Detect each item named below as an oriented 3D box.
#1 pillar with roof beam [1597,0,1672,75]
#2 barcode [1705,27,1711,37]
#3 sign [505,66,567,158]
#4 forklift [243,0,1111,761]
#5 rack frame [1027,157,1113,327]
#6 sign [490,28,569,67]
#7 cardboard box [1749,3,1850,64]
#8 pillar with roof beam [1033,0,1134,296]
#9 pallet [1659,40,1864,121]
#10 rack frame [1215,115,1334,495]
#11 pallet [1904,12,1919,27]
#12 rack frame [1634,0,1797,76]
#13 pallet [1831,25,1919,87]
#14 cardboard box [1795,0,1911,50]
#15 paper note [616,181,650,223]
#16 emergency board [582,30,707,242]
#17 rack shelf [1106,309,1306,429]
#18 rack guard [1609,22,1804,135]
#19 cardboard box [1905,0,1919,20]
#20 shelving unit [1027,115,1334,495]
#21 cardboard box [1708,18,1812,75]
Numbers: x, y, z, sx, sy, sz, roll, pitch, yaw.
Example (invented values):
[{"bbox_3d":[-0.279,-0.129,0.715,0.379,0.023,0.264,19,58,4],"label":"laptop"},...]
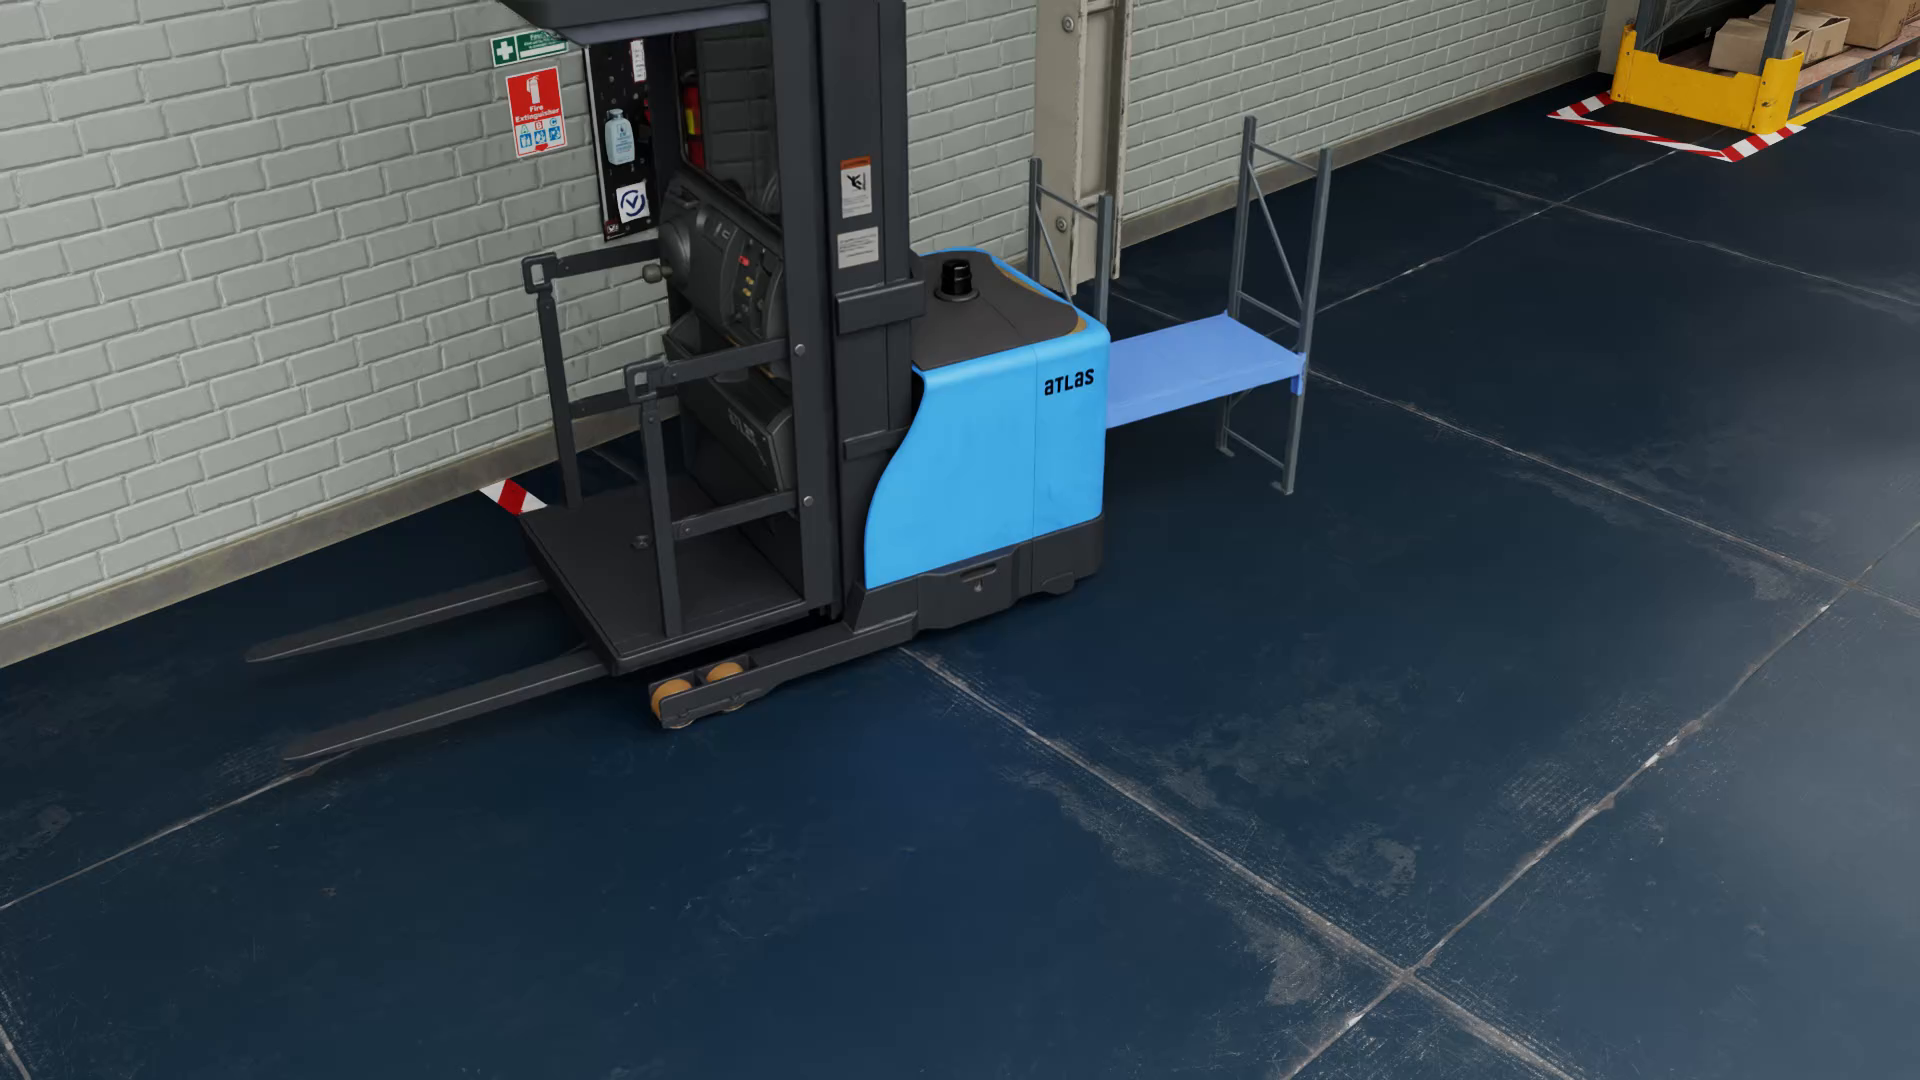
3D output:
[{"bbox_3d":[7.954,-5.750,7.528,0.400,9.000,9.100,-26,40,-35],"label":"pillar with roof beam"},{"bbox_3d":[5.411,-3.673,12.029,0.075,0.075,0.001,-26,40,-35],"label":"barcode"},{"bbox_3d":[-1.687,-1.706,6.630,0.234,0.329,0.001,-26,40,-35],"label":"sign"},{"bbox_3d":[-0.977,-0.920,5.445,3.031,2.935,1.130,-17,35,-26],"label":"forklift"},{"bbox_3d":[0.399,-0.678,6.422,0.032,1.500,0.500,-17,35,-26],"label":"rack frame"},{"bbox_3d":[-1.677,-1.930,6.489,0.331,0.109,0.001,-26,40,-35],"label":"sign"},{"bbox_3d":[6.088,-3.712,12.101,0.500,0.311,0.500,-22,38,-32],"label":"cardboard box"},{"bbox_3d":[3.554,-3.622,4.047,0.400,9.000,9.100,-26,40,-35],"label":"pillar with roof beam"},{"bbox_3d":[5.777,-3.370,12.060,1.213,0.211,1.003,-26,40,-35],"label":"pallet"},{"bbox_3d":[1.277,-0.946,6.860,0.032,1.500,0.500,-17,35,-26],"label":"rack frame"},{"bbox_3d":[7.566,-4.236,13.475,1.213,0.211,1.003,-26,40,-35],"label":"pallet"},{"bbox_3d":[5.101,-4.258,10.839,0.127,3.000,1.000,-26,40,-35],"label":"rack frame"},{"bbox_3d":[6.671,-3.801,12.764,1.213,0.211,1.003,-26,40,-35],"label":"pallet"},{"bbox_3d":[6.660,-4.034,12.446,0.700,0.500,0.500,26,40,36],"label":"cardboard box"},{"bbox_3d":[-1.388,-1.435,7.066,0.142,0.148,0.016,-26,40,-35],"label":"paper note"},{"bbox_3d":[-1.211,-1.847,6.896,0.643,1.169,0.194,-26,40,-35],"label":"emergency board"},{"bbox_3d":[0.838,-0.659,6.735,1.000,0.185,0.538,-17,35,-26],"label":"rack shelf"},{"bbox_3d":[5.157,-3.219,11.535,0.348,0.500,1.175,-26,40,-35],"label":"rack guard"},{"bbox_3d":[7.301,-4.415,13.069,0.500,0.500,0.500,26,40,35],"label":"cardboard box"},{"bbox_3d":[0.838,-0.812,6.641,1.048,1.500,0.538,-17,35,-26],"label":"shelving unit"},{"bbox_3d":[5.670,-3.510,11.771,0.500,0.311,0.500,24,39,34],"label":"cardboard box"}]
